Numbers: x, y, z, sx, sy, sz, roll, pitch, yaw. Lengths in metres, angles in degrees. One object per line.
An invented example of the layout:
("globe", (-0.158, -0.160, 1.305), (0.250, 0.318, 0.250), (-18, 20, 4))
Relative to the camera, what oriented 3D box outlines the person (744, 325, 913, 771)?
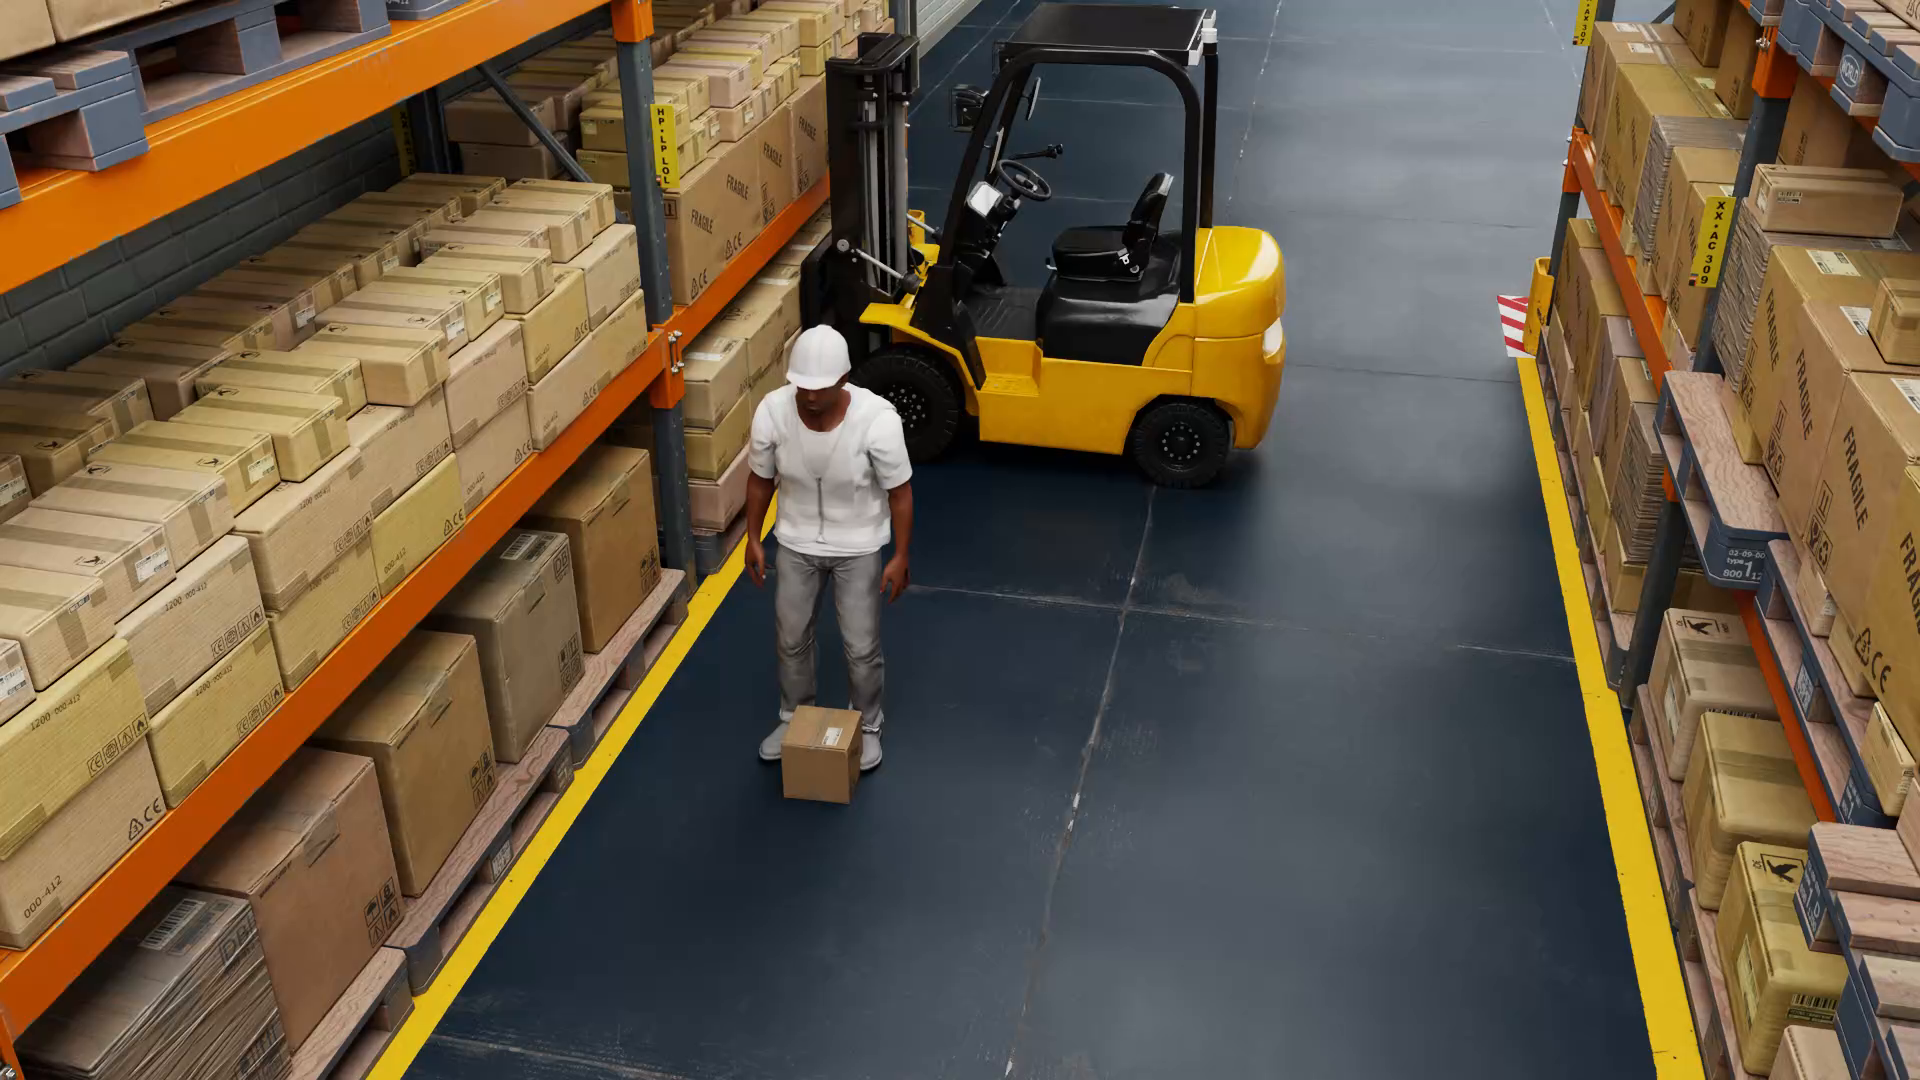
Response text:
("person", (-0.483, 0.033, 6.048), (0.620, 1.758, 0.458), (6, 29, 11))
